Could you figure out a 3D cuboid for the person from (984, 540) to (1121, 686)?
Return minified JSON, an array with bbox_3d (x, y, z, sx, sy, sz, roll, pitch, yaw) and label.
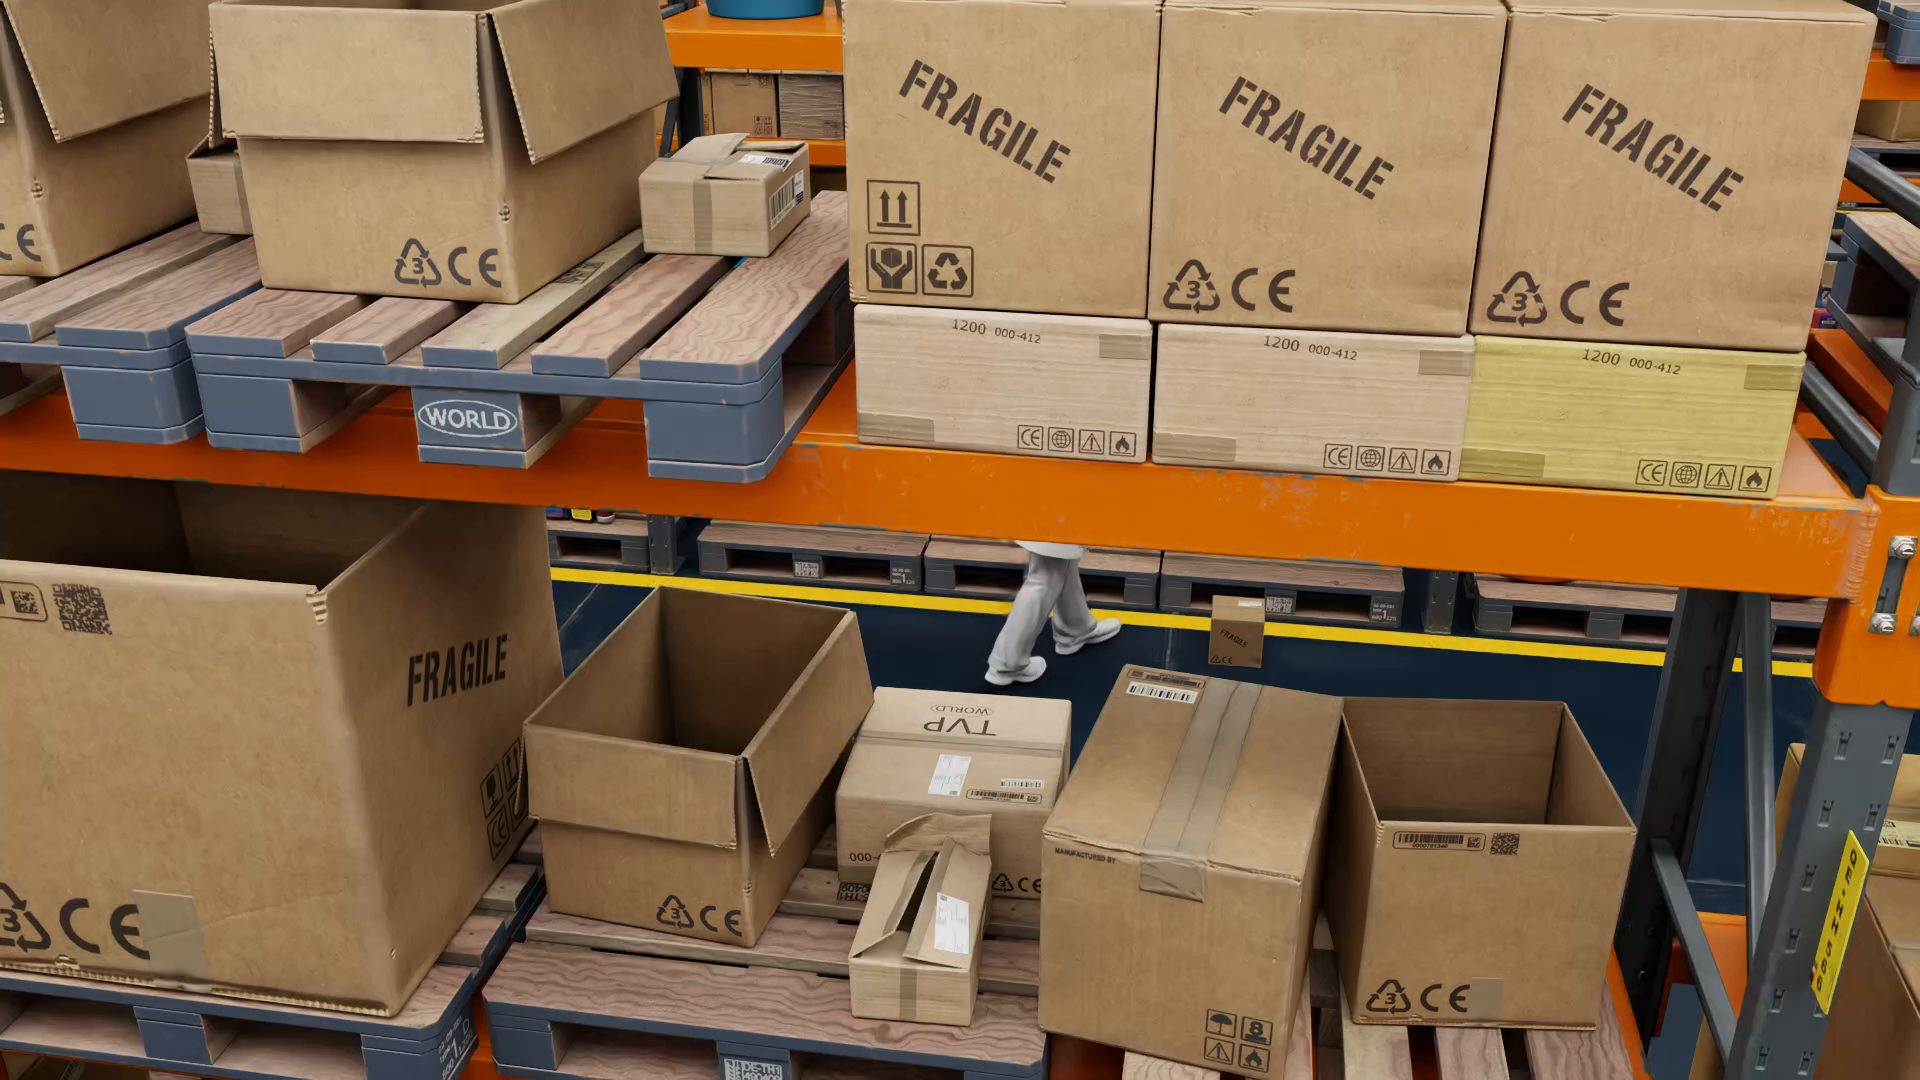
[{"bbox_3d":[0.454,-0.207,7.567,0.870,1.765,0.607,-13,28,-27],"label":"person"}]
